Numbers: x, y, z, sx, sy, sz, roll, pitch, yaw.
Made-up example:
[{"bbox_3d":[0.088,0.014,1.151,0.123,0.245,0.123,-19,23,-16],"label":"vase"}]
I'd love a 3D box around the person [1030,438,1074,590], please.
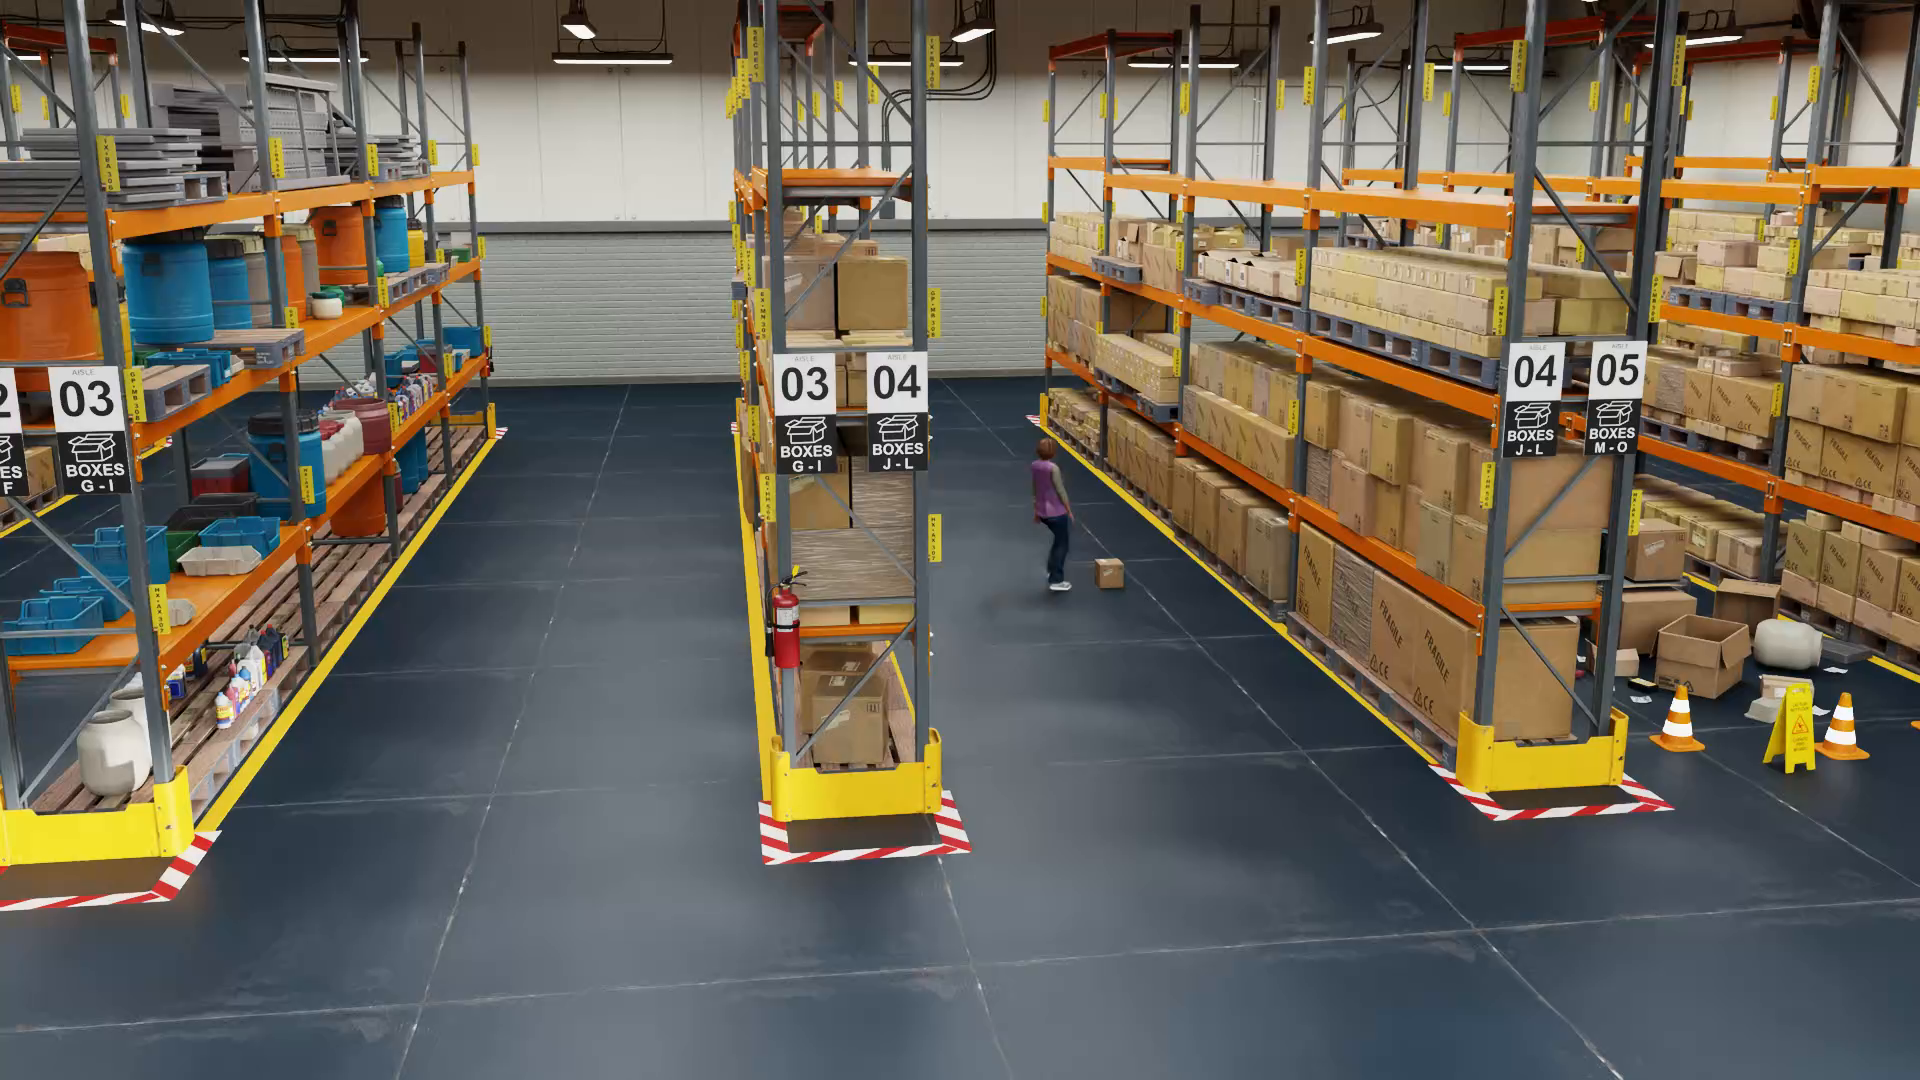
[{"bbox_3d":[0.980,-0.250,17.066,0.431,1.634,0.453,-9,16,-33],"label":"person"}]
